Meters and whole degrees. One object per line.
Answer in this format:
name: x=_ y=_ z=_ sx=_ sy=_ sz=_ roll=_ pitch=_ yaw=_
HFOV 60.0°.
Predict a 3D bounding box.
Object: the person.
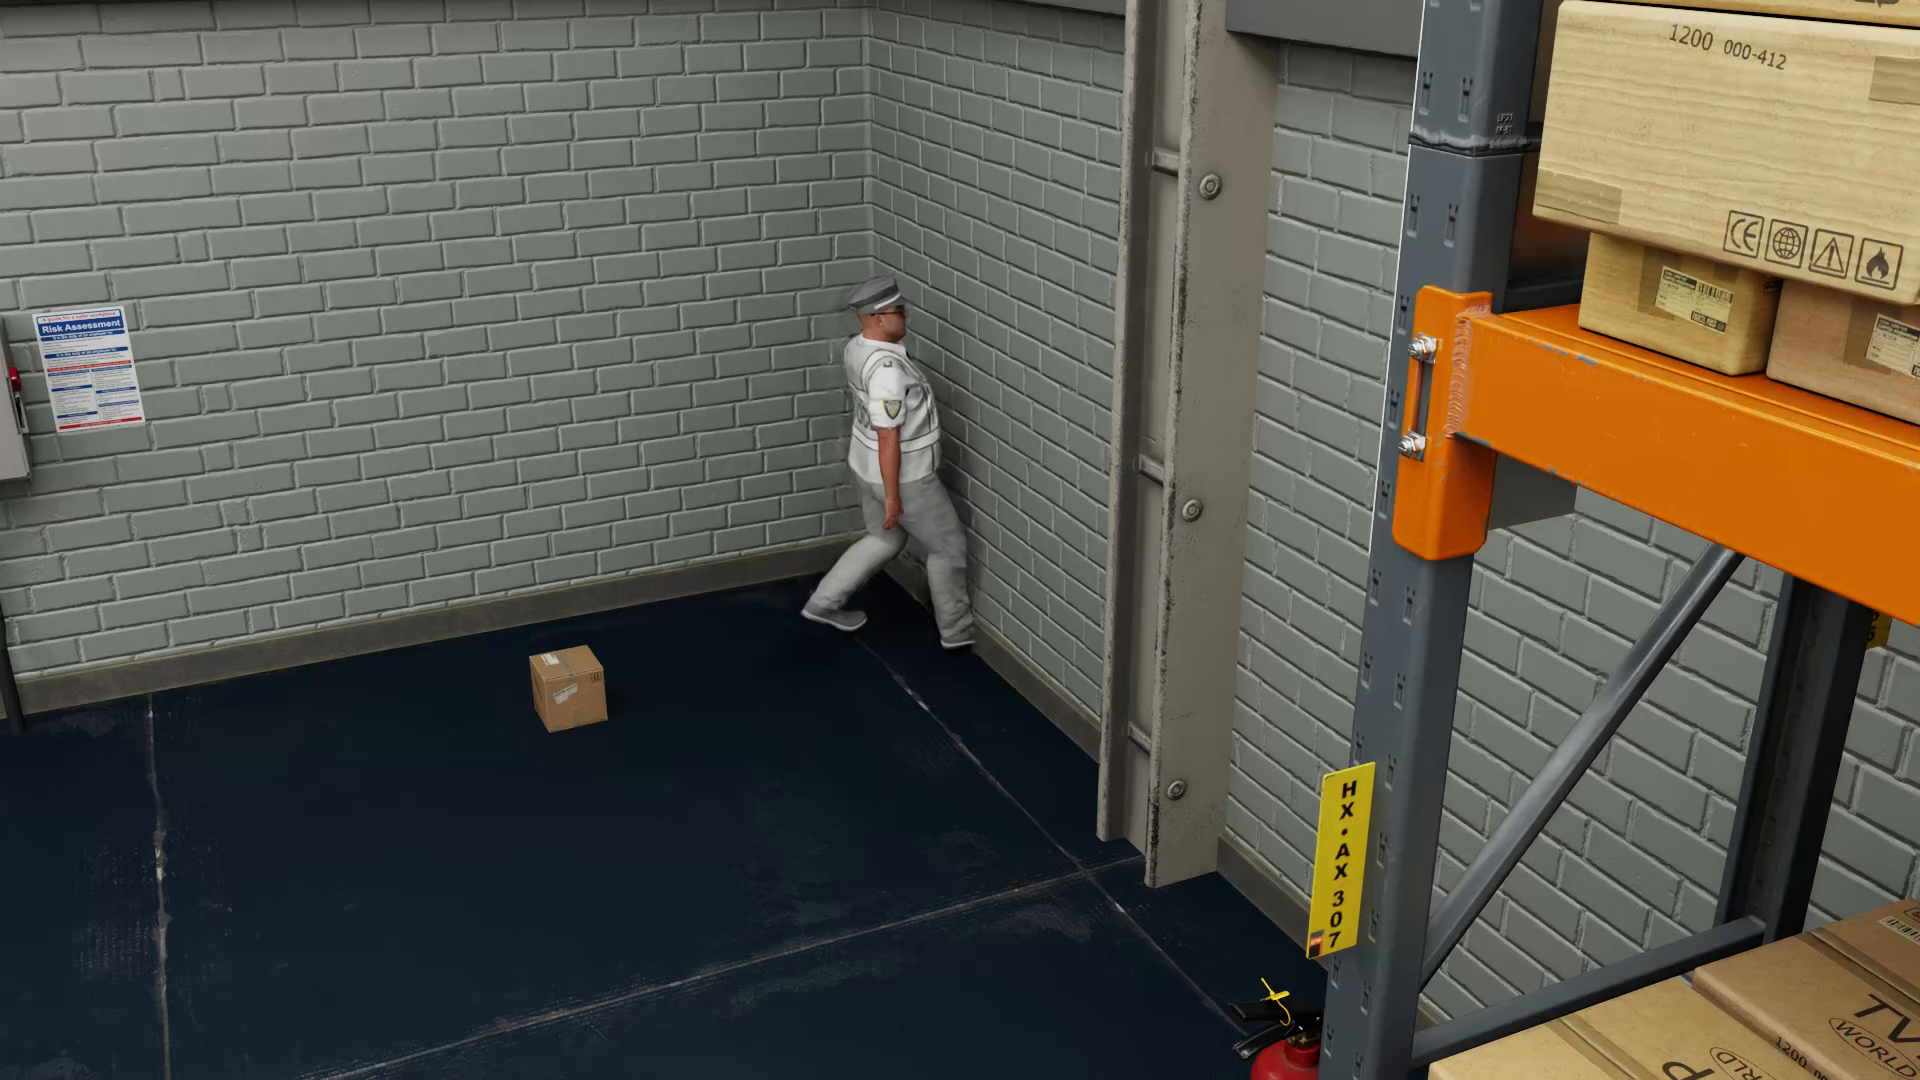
person: x=-0.249 y=-0.335 z=7.356 sx=0.908 sy=1.730 sz=0.533 roll=-9 pitch=24 yaw=-22
